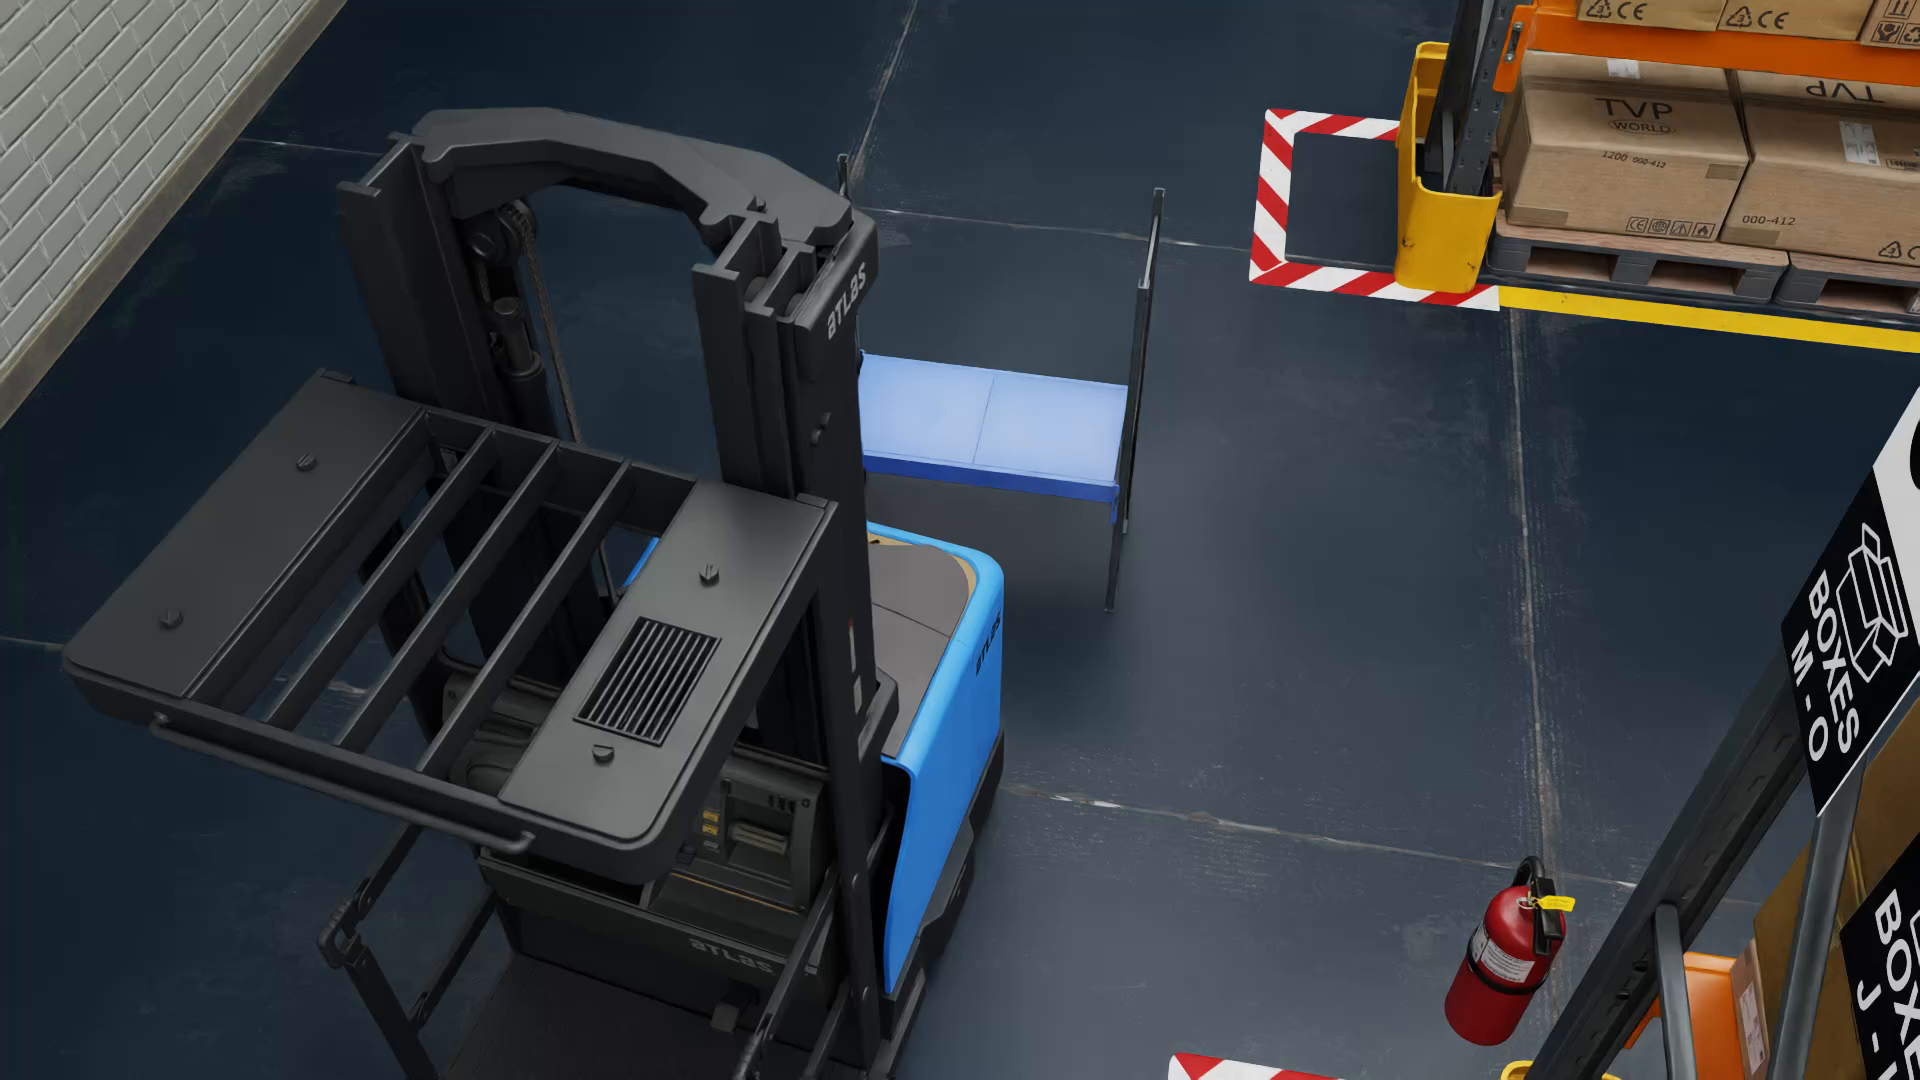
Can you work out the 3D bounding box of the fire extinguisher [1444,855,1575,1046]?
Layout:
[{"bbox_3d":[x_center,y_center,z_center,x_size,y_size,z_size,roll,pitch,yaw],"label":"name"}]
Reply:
[{"bbox_3d":[1.241,0.907,3.721,0.183,0.674,0.296,8,49,7],"label":"fire extinguisher"}]

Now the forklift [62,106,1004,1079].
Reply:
[{"bbox_3d":[-0.827,0.701,3.650,1.130,2.935,3.031,15,50,13],"label":"forklift"}]

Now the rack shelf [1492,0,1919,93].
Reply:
[{"bbox_3d":[4.156,-2.004,6.518,4.000,0.370,1.077,8,49,7],"label":"rack shelf"}]

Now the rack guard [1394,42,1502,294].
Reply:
[{"bbox_3d":[2.164,-1.677,7.421,0.348,0.500,1.175,8,49,7],"label":"rack guard"}]

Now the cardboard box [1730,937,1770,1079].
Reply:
[{"bbox_3d":[1.778,1.048,3.461,0.250,0.149,0.380,8,49,7],"label":"cardboard box"}]

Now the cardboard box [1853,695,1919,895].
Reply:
[{"bbox_3d":[1.901,0.539,2.810,0.500,0.500,0.500,7,48,6],"label":"cardboard box"}]

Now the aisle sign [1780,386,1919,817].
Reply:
[{"bbox_3d":[1.388,0.029,2.459,0.004,0.787,0.394,8,49,7],"label":"aisle sign"}]

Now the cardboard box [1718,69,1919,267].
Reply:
[{"bbox_3d":[3.757,-1.664,7.169,0.875,0.438,0.875,9,49,8],"label":"cardboard box"}]

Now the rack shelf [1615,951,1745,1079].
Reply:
[{"bbox_3d":[3.375,1.632,3.250,4.000,0.370,1.077,8,49,7],"label":"rack shelf"}]

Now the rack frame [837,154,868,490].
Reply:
[{"bbox_3d":[-0.416,-0.557,5.742,0.032,1.500,0.500,8,49,7],"label":"rack frame"}]

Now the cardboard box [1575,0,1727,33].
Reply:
[{"bbox_3d":[2.609,-2.269,6.205,0.500,0.500,0.500,7,48,7],"label":"cardboard box"}]

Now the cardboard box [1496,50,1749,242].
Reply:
[{"bbox_3d":[2.855,-1.779,7.272,0.875,0.438,0.875,6,48,6],"label":"cardboard box"}]

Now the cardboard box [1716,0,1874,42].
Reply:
[{"bbox_3d":[3.112,-2.222,6.163,0.500,0.500,0.500,7,48,6],"label":"cardboard box"}]

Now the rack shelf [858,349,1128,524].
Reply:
[{"bbox_3d":[0.084,-0.370,5.816,1.000,0.185,0.538,8,49,7],"label":"rack shelf"}]

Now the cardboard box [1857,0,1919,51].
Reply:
[{"bbox_3d":[3.609,-2.142,6.091,0.500,0.500,0.500,7,48,7],"label":"cardboard box"}]

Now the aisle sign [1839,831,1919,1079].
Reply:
[{"bbox_3d":[1.281,0.468,2.065,0.004,0.787,0.394,8,49,7],"label":"aisle sign"}]

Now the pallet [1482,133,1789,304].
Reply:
[{"bbox_3d":[2.988,-1.529,7.482,1.213,0.211,1.003,8,49,7],"label":"pallet"}]

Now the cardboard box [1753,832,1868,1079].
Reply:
[{"bbox_3d":[1.895,0.866,3.188,0.500,0.500,0.500,9,49,8],"label":"cardboard box"}]

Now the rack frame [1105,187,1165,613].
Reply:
[{"bbox_3d":[0.584,-0.423,5.622,0.032,1.500,0.500,8,49,7],"label":"rack frame"}]

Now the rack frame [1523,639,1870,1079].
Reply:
[{"bbox_3d":[1.406,1.130,3.218,0.053,2.616,0.949,8,49,7],"label":"rack frame"}]

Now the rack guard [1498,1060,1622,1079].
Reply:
[{"bbox_3d":[1.481,1.973,4.141,0.348,0.500,1.175,8,49,7],"label":"rack guard"}]

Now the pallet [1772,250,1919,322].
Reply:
[{"bbox_3d":[4.185,-1.366,7.335,1.213,0.211,1.003,8,49,7],"label":"pallet"}]

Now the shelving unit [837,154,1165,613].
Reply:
[{"bbox_3d":[0.084,-0.490,5.682,1.048,1.500,0.538,8,49,7],"label":"shelving unit"}]

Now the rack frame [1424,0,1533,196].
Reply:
[{"bbox_3d":[2.188,-2.509,6.488,0.127,3.000,1.000,8,49,7],"label":"rack frame"}]
